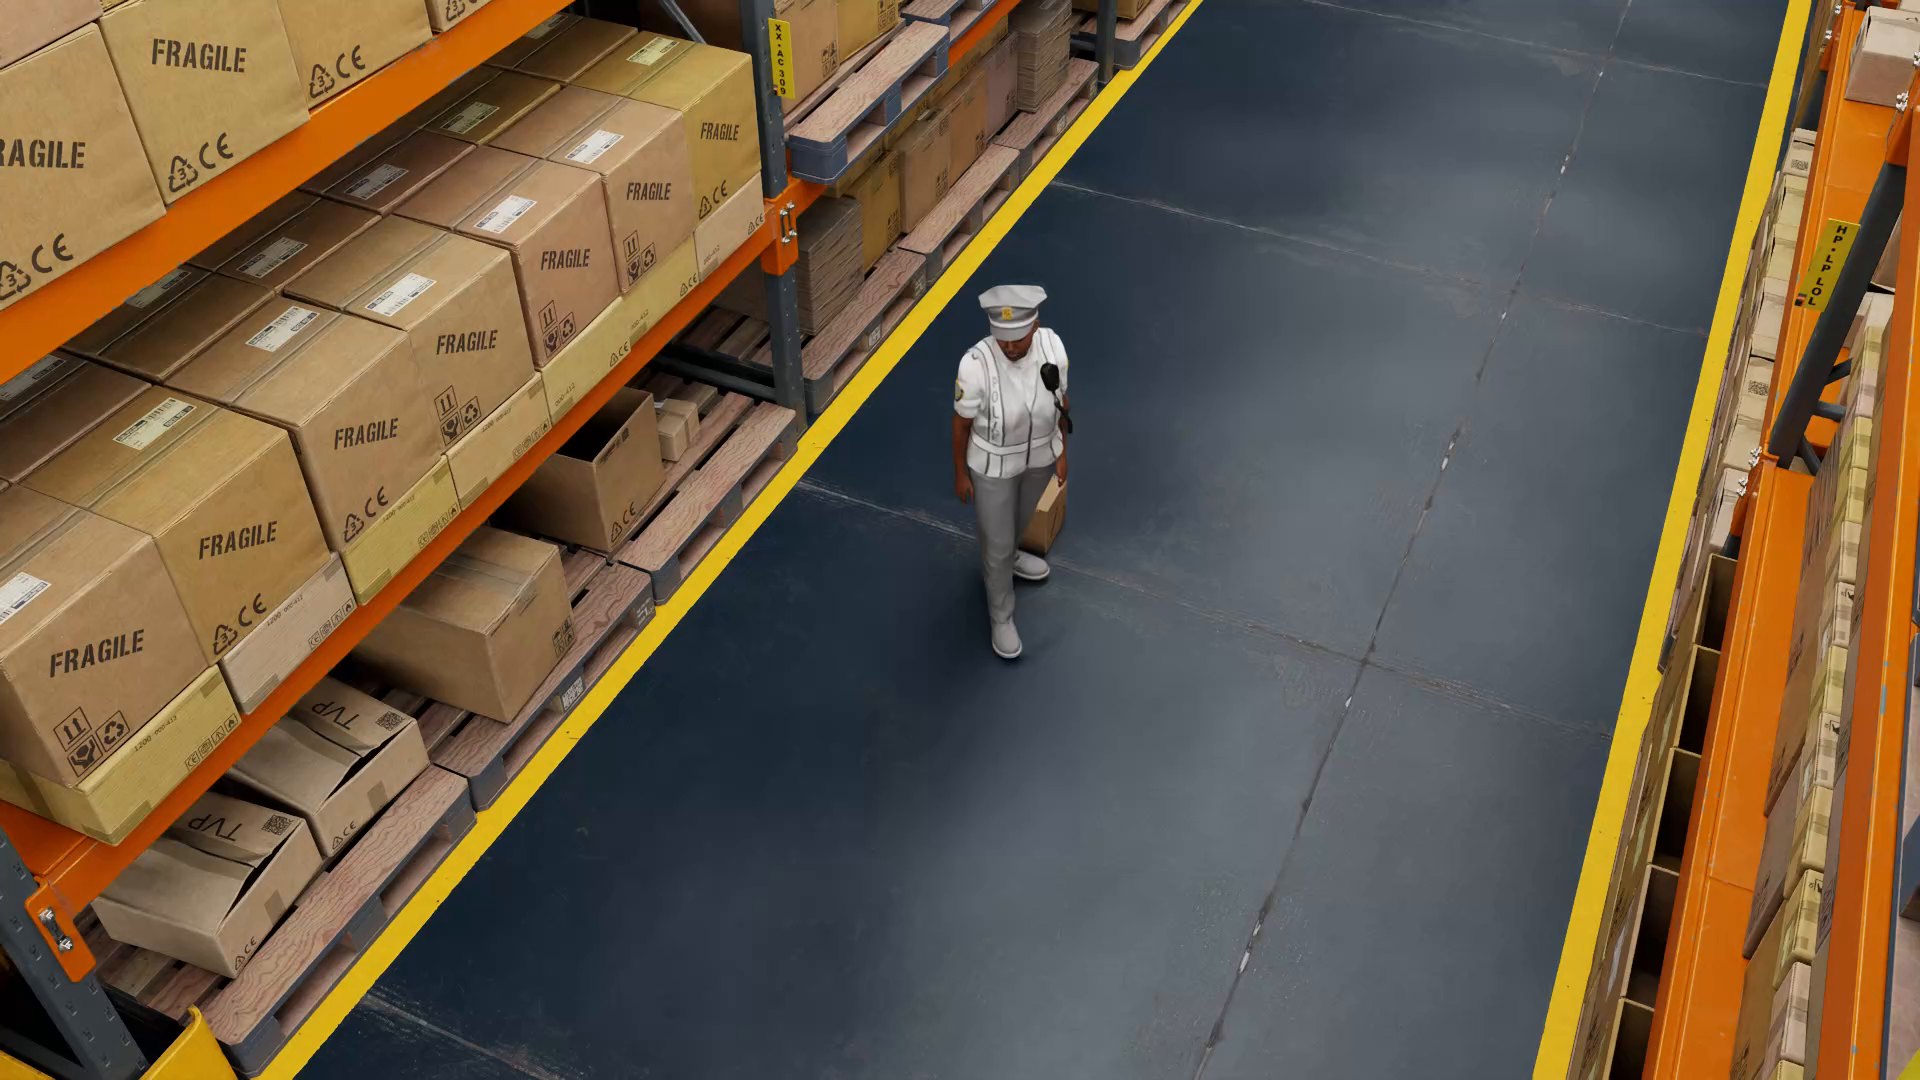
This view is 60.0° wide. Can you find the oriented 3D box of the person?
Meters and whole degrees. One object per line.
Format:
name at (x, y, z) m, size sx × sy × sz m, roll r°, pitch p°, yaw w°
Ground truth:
person at (0.204, -0.331, 6.518) m, size 0.498 × 1.661 × 0.588 m, roll -18°, pitch 45°, yaw -19°
